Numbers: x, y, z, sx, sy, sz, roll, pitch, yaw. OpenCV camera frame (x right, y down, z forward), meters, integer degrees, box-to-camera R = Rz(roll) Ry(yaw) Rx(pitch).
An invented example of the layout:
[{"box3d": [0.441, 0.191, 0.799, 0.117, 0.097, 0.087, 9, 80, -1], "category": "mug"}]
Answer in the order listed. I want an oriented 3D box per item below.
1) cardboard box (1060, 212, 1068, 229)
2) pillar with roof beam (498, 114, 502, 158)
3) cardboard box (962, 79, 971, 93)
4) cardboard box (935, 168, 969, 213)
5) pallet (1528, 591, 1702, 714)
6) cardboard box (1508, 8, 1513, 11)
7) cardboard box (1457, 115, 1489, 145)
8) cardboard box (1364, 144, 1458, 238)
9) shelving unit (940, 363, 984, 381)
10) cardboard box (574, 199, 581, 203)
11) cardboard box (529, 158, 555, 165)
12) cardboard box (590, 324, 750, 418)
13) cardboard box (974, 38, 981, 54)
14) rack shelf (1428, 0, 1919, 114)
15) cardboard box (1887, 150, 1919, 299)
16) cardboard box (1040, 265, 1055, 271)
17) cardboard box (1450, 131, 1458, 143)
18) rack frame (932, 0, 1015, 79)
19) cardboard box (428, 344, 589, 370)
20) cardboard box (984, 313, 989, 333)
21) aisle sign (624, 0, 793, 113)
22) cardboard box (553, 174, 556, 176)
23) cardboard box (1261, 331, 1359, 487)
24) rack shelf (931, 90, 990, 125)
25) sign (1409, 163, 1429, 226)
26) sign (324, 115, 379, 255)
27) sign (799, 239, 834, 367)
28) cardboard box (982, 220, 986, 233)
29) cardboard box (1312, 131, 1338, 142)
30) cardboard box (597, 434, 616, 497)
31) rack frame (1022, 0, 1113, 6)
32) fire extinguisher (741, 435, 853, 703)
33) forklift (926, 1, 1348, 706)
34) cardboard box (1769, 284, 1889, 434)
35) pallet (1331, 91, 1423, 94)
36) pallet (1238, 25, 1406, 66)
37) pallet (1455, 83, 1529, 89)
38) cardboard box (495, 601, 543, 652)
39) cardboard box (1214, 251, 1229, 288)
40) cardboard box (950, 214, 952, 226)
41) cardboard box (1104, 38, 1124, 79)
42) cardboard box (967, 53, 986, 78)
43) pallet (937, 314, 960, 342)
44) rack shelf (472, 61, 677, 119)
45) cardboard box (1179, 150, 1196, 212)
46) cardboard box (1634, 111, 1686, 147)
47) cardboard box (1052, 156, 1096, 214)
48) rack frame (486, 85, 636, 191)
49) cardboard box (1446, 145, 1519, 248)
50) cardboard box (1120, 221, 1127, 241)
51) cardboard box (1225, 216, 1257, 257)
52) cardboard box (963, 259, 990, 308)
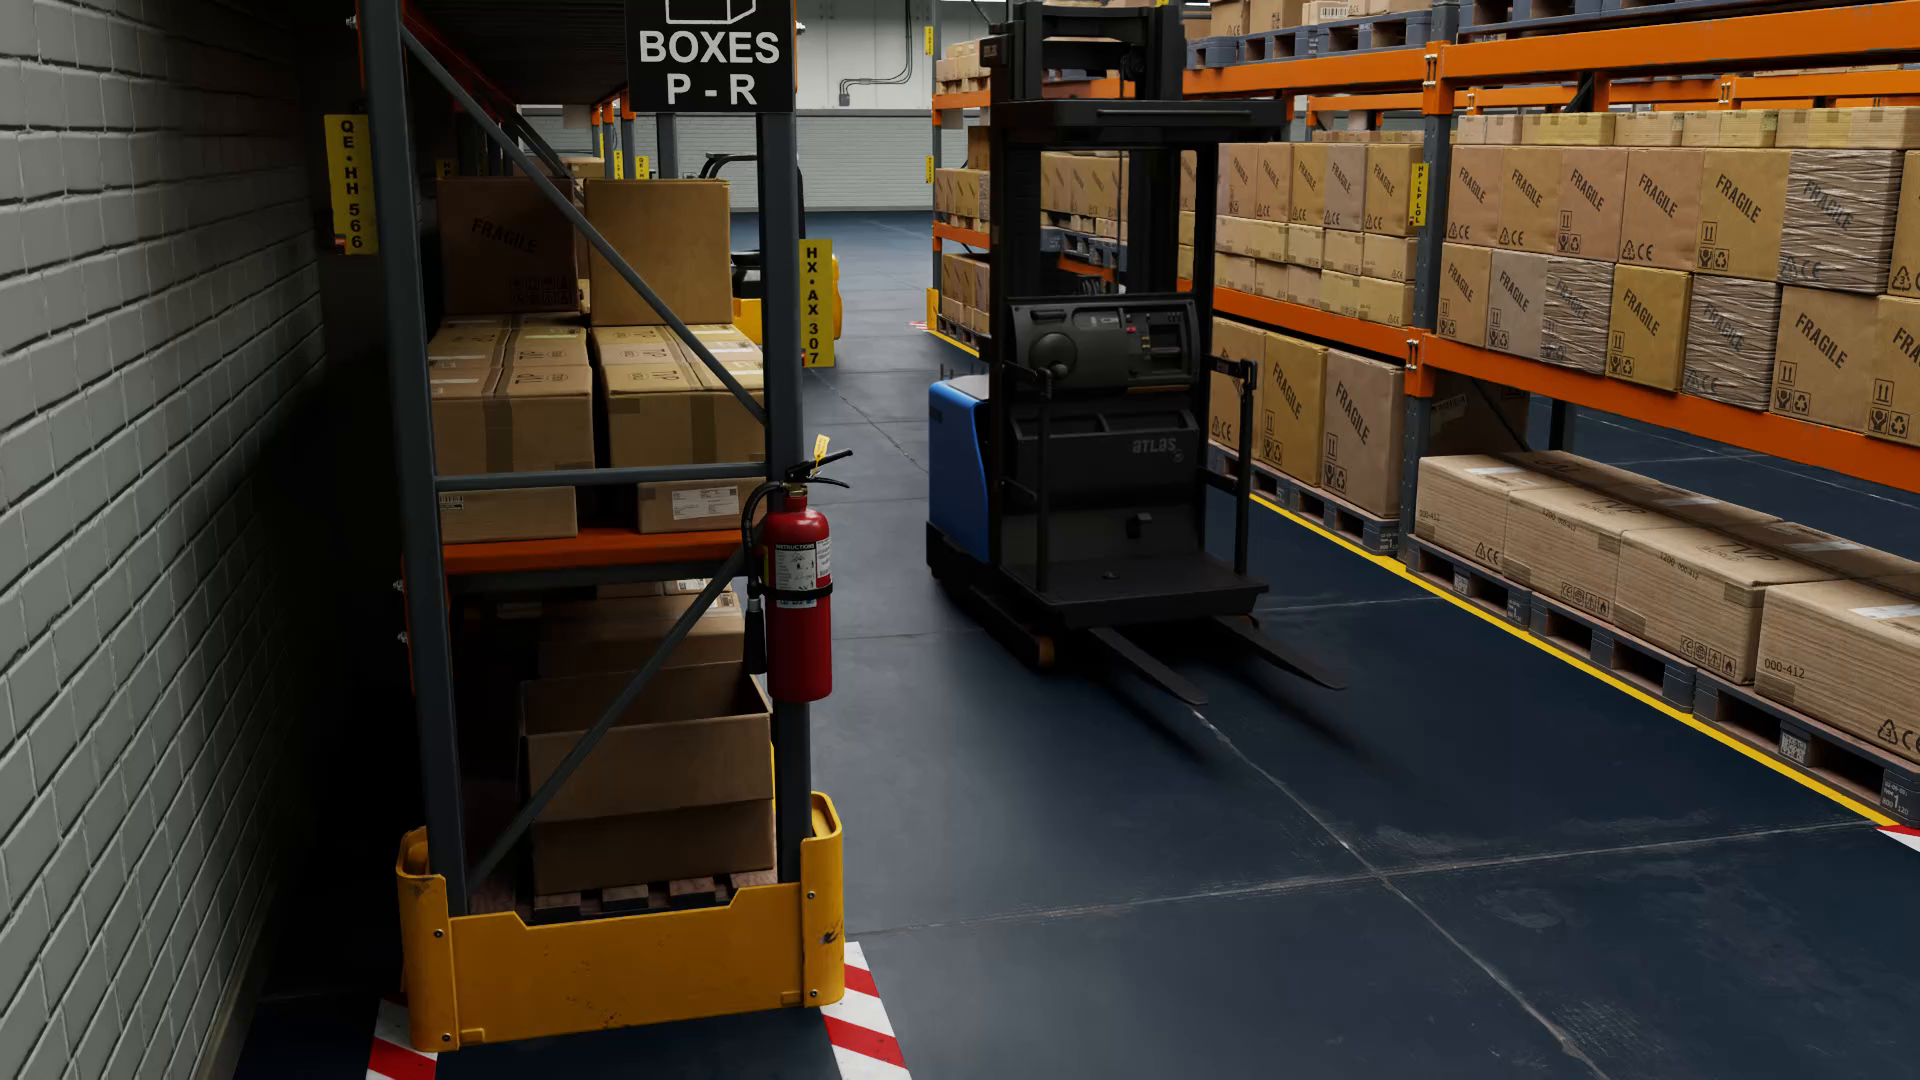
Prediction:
[{"box3d": [1.137, -2.957, 15.355, 0.380, 0.149, 0.250, -3, 14, -12], "category": "cardboard box"}, {"box3d": [-2.597, -8.174, 24.423, 9.100, 9.000, 0.400, -3, 14, -13], "category": "pillar with roof beam"}, {"box3d": [0.233, -5.066, 18.553, 0.380, 0.149, 0.250, -3, 14, -13], "category": "cardboard box"}, {"box3d": [0.005, -4.192, 19.928, 0.500, 0.500, 0.500, -4, 14, -14], "category": "cardboard box"}, {"box3d": [3.375, 0.461, 7.596, 1.003, 0.211, 1.213, -3, 14, -13], "category": "pallet"}, {"box3d": [3.205, -3.086, 9.317, 0.396, 0.266, 0.258, -3, 14, -14], "category": "cardboard box"}, {"box3d": [2.804, -2.118, 8.590, 0.380, 0.149, 0.250, -3, 14, -14], "category": "cardboard box"}, {"box3d": [2.633, -1.979, 9.389, 0.500, 0.500, 0.500, -3, 14, -11], "category": "cardboard box"}, {"box3d": [0.013, -0.498, 9.752, 0.215, 1.050, 0.252, -3, 14, -13], "category": "shelving unit"}, {"box3d": [-1.860, -1.574, 8.954, 0.700, 0.500, 0.500, -3, 14, -13], "category": "cardboard box"}, {"box3d": [-4.555, -4.025, 17.879, 0.380, 0.149, 0.250, -3, 14, -11], "category": "cardboard box"}, {"box3d": [-0.988, -0.580, 5.668, 0.500, 0.250, 0.500, -4, 14, -14], "category": "cardboard box"}, {"box3d": [0.360, -5.337, 17.980, 0.380, 0.149, 0.250, -3, 14, -12], "category": "cardboard box"}, {"box3d": [3.452, -2.002, 6.996, 1.077, 0.370, 4.000, -3, 14, -13], "category": "rack shelf"}, {"box3d": [3.577, -1.065, 5.648, 0.500, 0.500, 0.500, -3, 14, -11], "category": "cardboard box"}, {"box3d": [1.090, -2.708, 18.018, 0.500, 0.500, 0.500, -3, 14, -11], "category": "cardboard box"}, {"box3d": [5.838, -4.185, 18.144, 0.875, 0.550, 0.550, -3, 14, -13], "category": "cardboard box"}, {"box3d": [0.164, -7.038, 19.774, 1.000, 3.000, 0.127, -3, 14, -13], "category": "rack frame"}, {"box3d": [-1.388, -0.437, 5.086, 0.500, 0.250, 0.500, -3, 14, -13], "category": "cardboard box"}, {"box3d": [0.568, -2.313, 17.983, 0.500, 0.250, 0.500, -4, 14, -15], "category": "cardboard box"}, {"box3d": [-0.601, -1.419, 3.936, 0.394, 0.787, 0.004, -3, 14, -13], "category": "aisle sign"}, {"box3d": [-4.660, -4.005, 18.422, 0.380, 0.149, 0.250, -4, 14, -14], "category": "cardboard box"}, {"box3d": [2.539, -0.874, 10.776, 0.875, 0.875, 0.875, -3, 14, -12], "category": "cardboard box"}, {"box3d": [0.633, -4.770, 18.327, 1.077, 0.370, 4.000, -3, 14, -13], "category": "rack shelf"}, {"box3d": [2.457, -1.847, 8.894, 0.100, 0.325, 0.005, -3, 14, -13], "category": "sign"}, {"box3d": [-1.447, -0.845, 3.959, 0.100, 0.325, 0.005, -3, 14, -13], "category": "sign"}, {"box3d": [-0.375, -0.606, 4.263, 0.100, 0.325, 0.005, -3, 14, -13], "category": "sign"}, {"box3d": [0.459, -3.431, 18.180, 0.380, 0.149, 0.250, -4, 14, -14], "category": "cardboard box"}, {"box3d": [5.001, -4.933, 21.206, 0.875, 0.550, 0.550, -3, 14, -13], "category": "cardboard box"}, {"box3d": [-0.913, -0.239, 5.115, 0.380, 0.149, 0.250, -3, 14, -14], "category": "cardboard box"}, {"box3d": [1.103, -6.115, 15.997, 1.000, 3.000, 0.127, -3, 14, -13], "category": "rack frame"}, {"box3d": [-0.419, 0.072, 4.262, 0.296, 0.674, 0.183, -3, 14, -13], "category": "fire extinguisher"}, {"box3d": [0.756, -0.940, 7.600, 1.130, 2.935, 3.031, -4, 14, -17], "category": "forklift"}, {"box3d": [3.448, -0.694, 6.239, 0.500, 0.500, 0.500, -4, 14, -14], "category": "cardboard box"}, {"box3d": [5.136, -5.667, 20.667, 1.003, 0.211, 1.213, -3, 14, -13], "category": "pallet"}, {"box3d": [2.511, -3.240, 10.947, 1.003, 0.211, 1.213, -3, 14, -11], "category": "pallet"}, {"box3d": [5.709, -5.104, 18.363, 1.003, 0.211, 1.213, -3, 14, -13], "category": "pallet"}, {"box3d": [-1.815, 0.369, 7.220, 0.380, 0.149, 0.250, -3, 14, -14], "category": "cardboard box"}, {"box3d": [2.051, -1.961, 11.950, 0.500, 0.250, 0.500, -4, 14, -15], "category": "cardboard box"}, {"box3d": [0.099, -3.789, 19.644, 0.380, 0.149, 0.250, -4, 14, -15], "category": "cardboard box"}, {"box3d": [1.657, -4.136, 13.998, 0.797, 0.503, 0.637, -3, 14, -13], "category": "cardboard box"}, {"box3d": [0.378, -5.168, 18.129, 0.500, 0.250, 0.500, -3, 14, -12], "category": "cardboard box"}, {"box3d": [0.338, -2.562, 19.970, 1.003, 0.211, 1.213, -3, 14, -13], "category": "pallet"}, {"box3d": [-2.312, -2.647, 9.637, 1.077, 0.370, 4.000, -3, 14, -13], "category": "rack shelf"}, {"box3d": [1.921, -2.685, 12.280, 0.500, 0.500, 0.500, -4, 14, -15], "category": "cardboard box"}, {"box3d": [3.143, -1.765, 7.148, 0.380, 0.149, 0.250, -3, 14, -13], "category": "cardboard box"}, {"box3d": [1.156, -3.244, 15.161, 0.500, 0.500, 0.500, -3, 14, -14], "category": "cardboard box"}, {"box3d": [-2.781, -2.001, 11.796, 1.000, 3.000, 0.127, -3, 14, -13], "category": "rack frame"}, {"box3d": [2.858, -1.766, 8.520, 0.500, 0.500, 0.500, -3, 14, -13], "category": "cardboard box"}, {"box3d": [1.501, -2.536, 13.632, 0.380, 0.149, 0.250, -3, 14, -14], "category": "cardboard box"}, {"box3d": [2.147, -2.083, 11.394, 0.500, 0.250, 0.500, -3, 14, -13], "category": "cardboard box"}, {"box3d": [0.327, -2.913, 18.858, 0.500, 0.500, 0.500, -3, 14, -12], "category": "cardboard box"}]
